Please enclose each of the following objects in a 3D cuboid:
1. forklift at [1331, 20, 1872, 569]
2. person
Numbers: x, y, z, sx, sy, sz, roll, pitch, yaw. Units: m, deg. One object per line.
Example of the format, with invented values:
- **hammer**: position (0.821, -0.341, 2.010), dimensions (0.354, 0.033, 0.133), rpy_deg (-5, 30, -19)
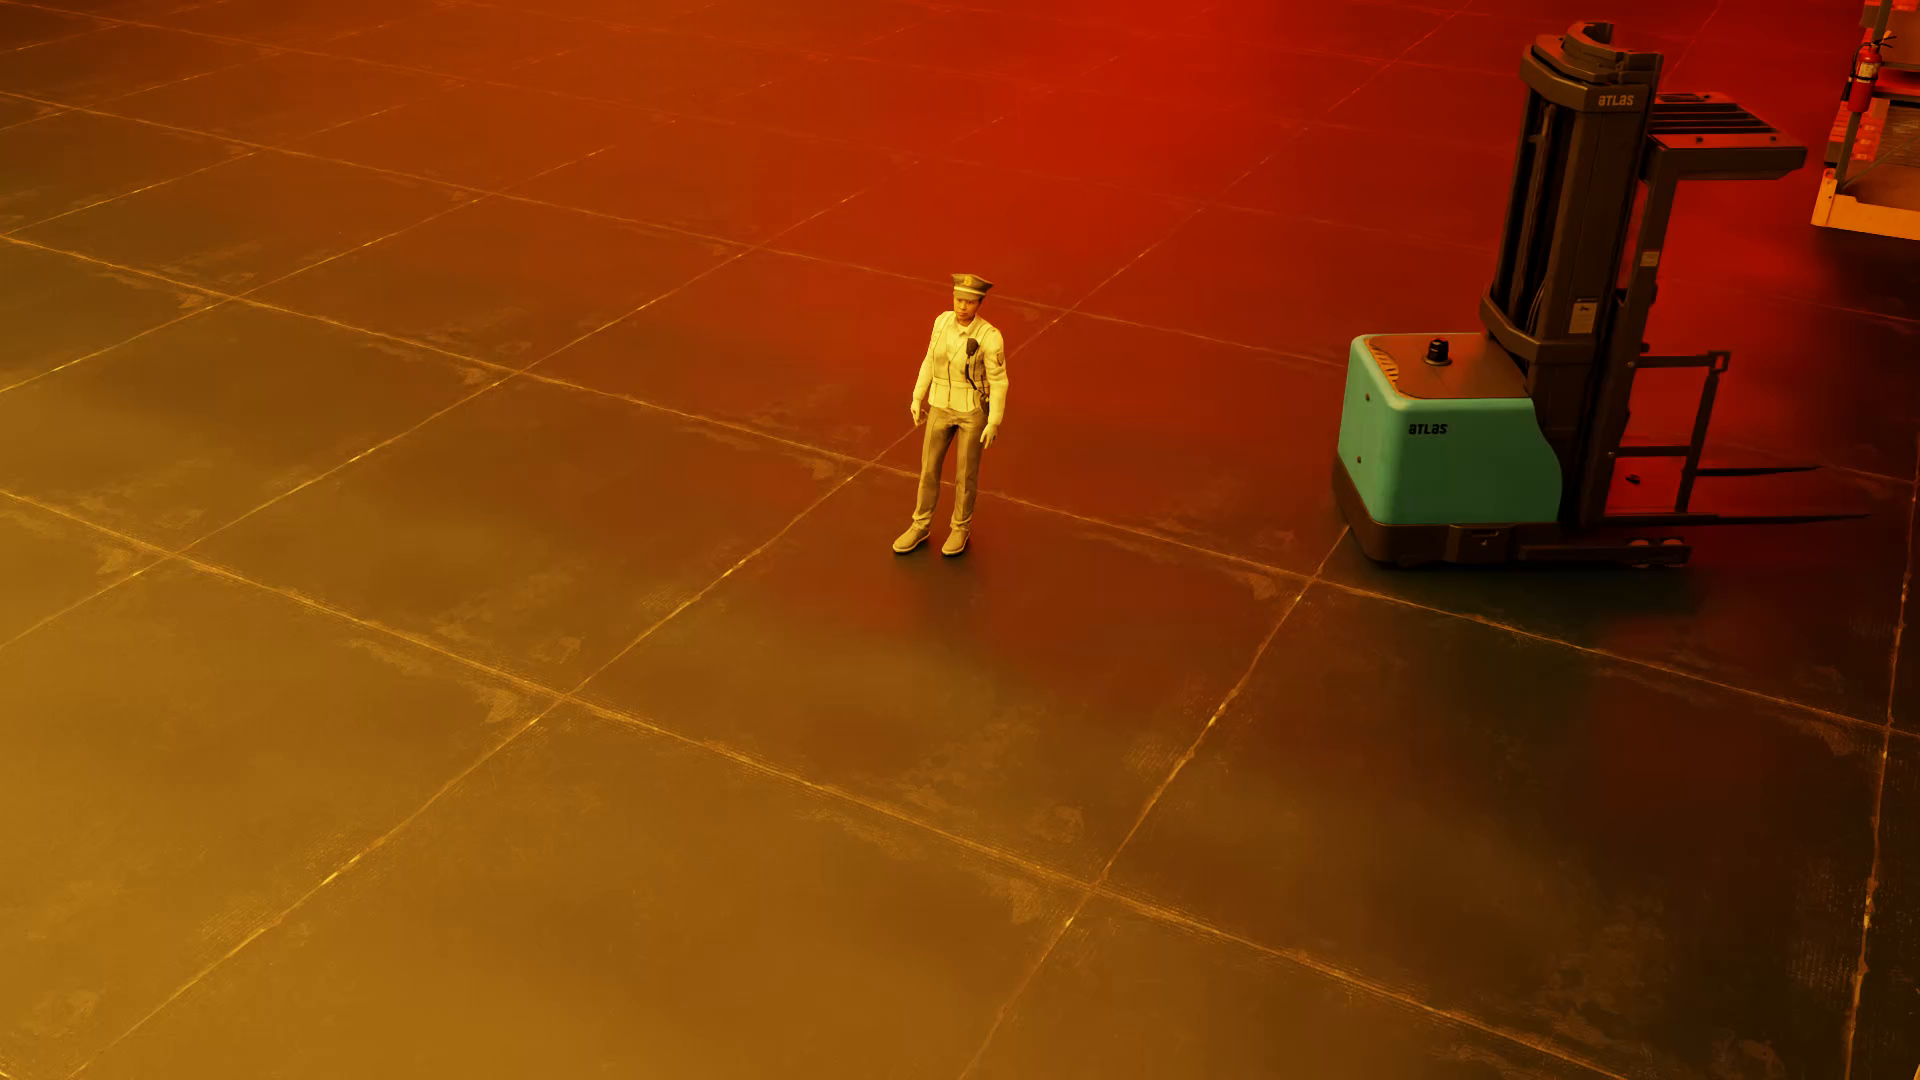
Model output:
- **forklift**: position (3.863, -1.368, 9.441), dimensions (3.031, 2.935, 1.130), rpy_deg (-1, 30, -2)
- **person**: position (-0.039, -0.712, 9.527), dimensions (0.586, 1.694, 0.531), rpy_deg (15, 33, 25)
